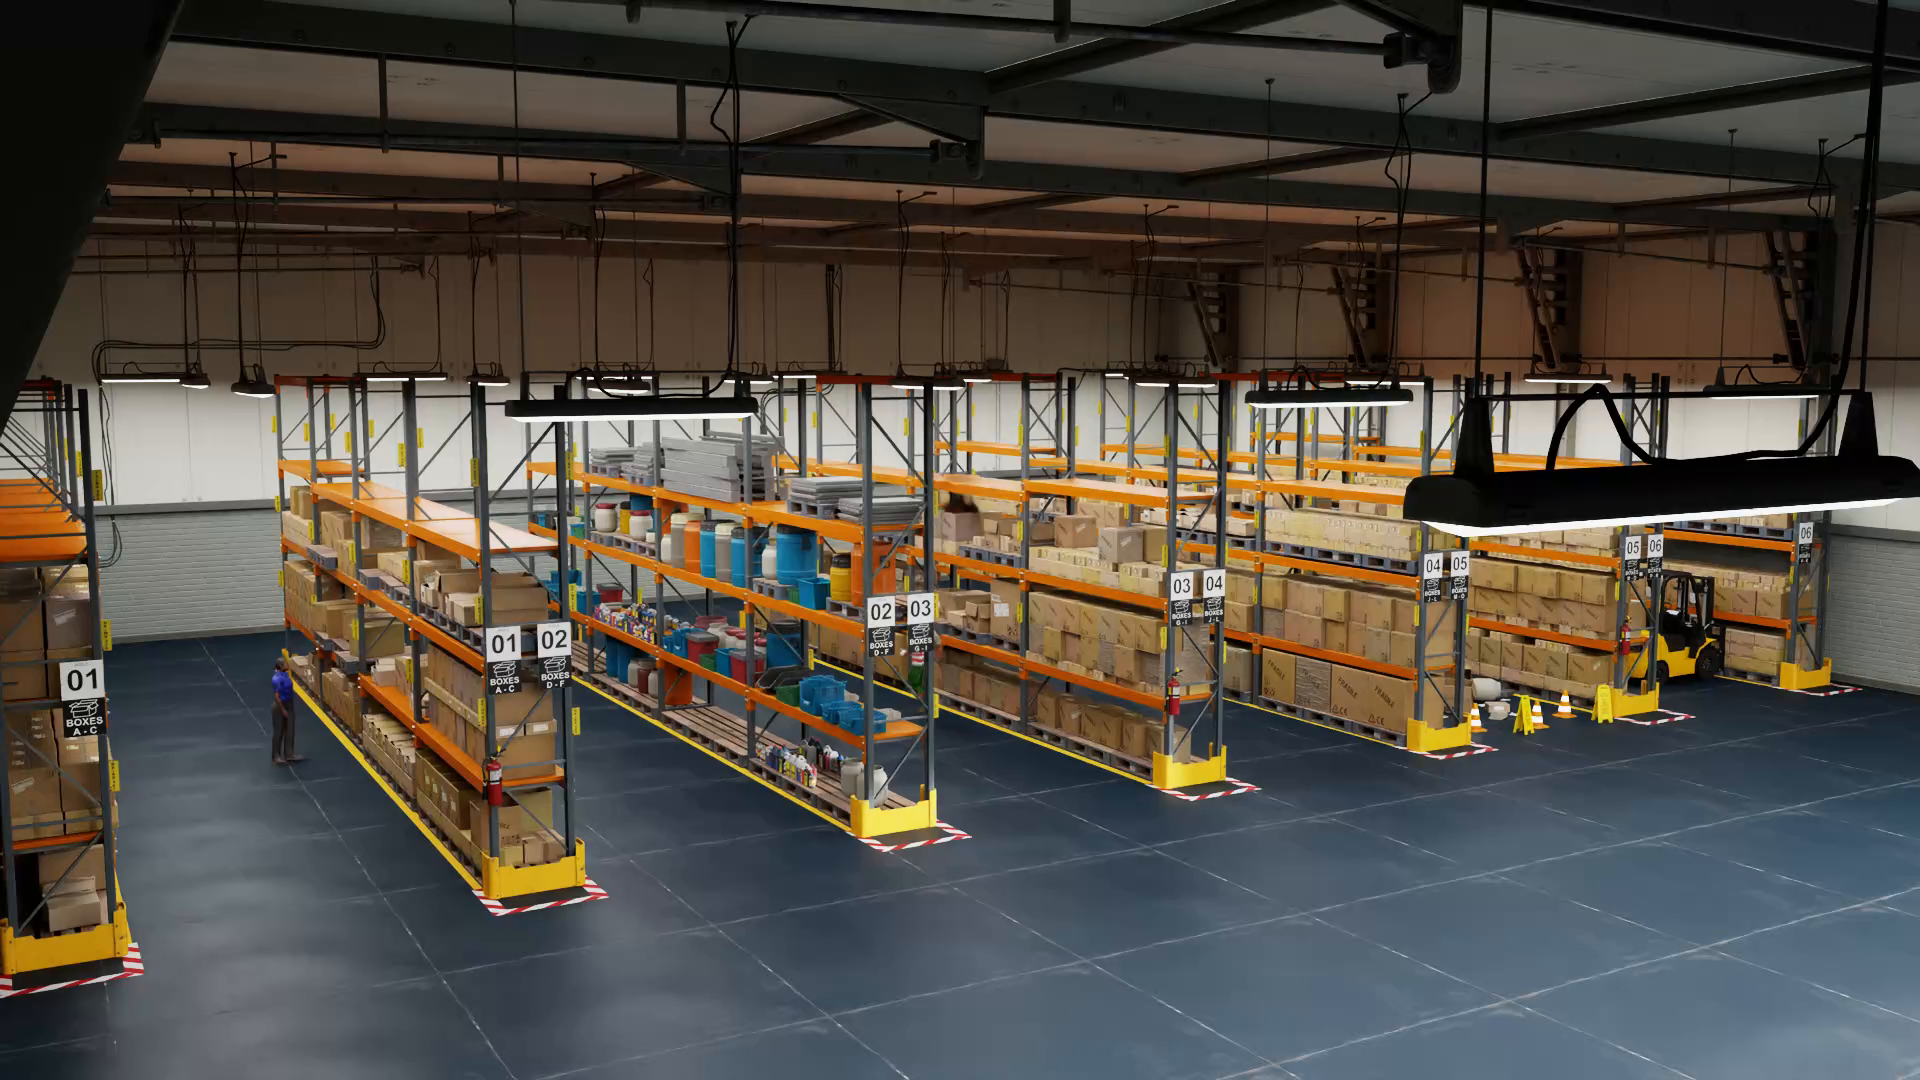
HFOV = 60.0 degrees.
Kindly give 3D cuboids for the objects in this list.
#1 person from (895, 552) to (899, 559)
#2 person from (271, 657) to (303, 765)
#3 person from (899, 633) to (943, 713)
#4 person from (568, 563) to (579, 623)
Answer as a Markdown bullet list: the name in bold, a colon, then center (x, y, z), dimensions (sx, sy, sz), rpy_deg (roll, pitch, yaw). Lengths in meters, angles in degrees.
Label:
- **person**: center (-1.654, 1.007, 40.937), dimensions (0.466, 1.680, 0.478), rpy_deg (2, 7, 19)
- **person**: center (-10.574, 2.664, 26.060), dimensions (0.422, 1.672, 0.479), rpy_deg (2, 6, 16)
- **person**: center (-0.722, 2.171, 29.006), dimensions (0.722, 1.722, 0.675), rpy_deg (3, 7, 25)
- **person**: center (-8.907, 1.316, 37.954), dimensions (0.627, 1.749, 0.568), rpy_deg (-4, 7, -33)
